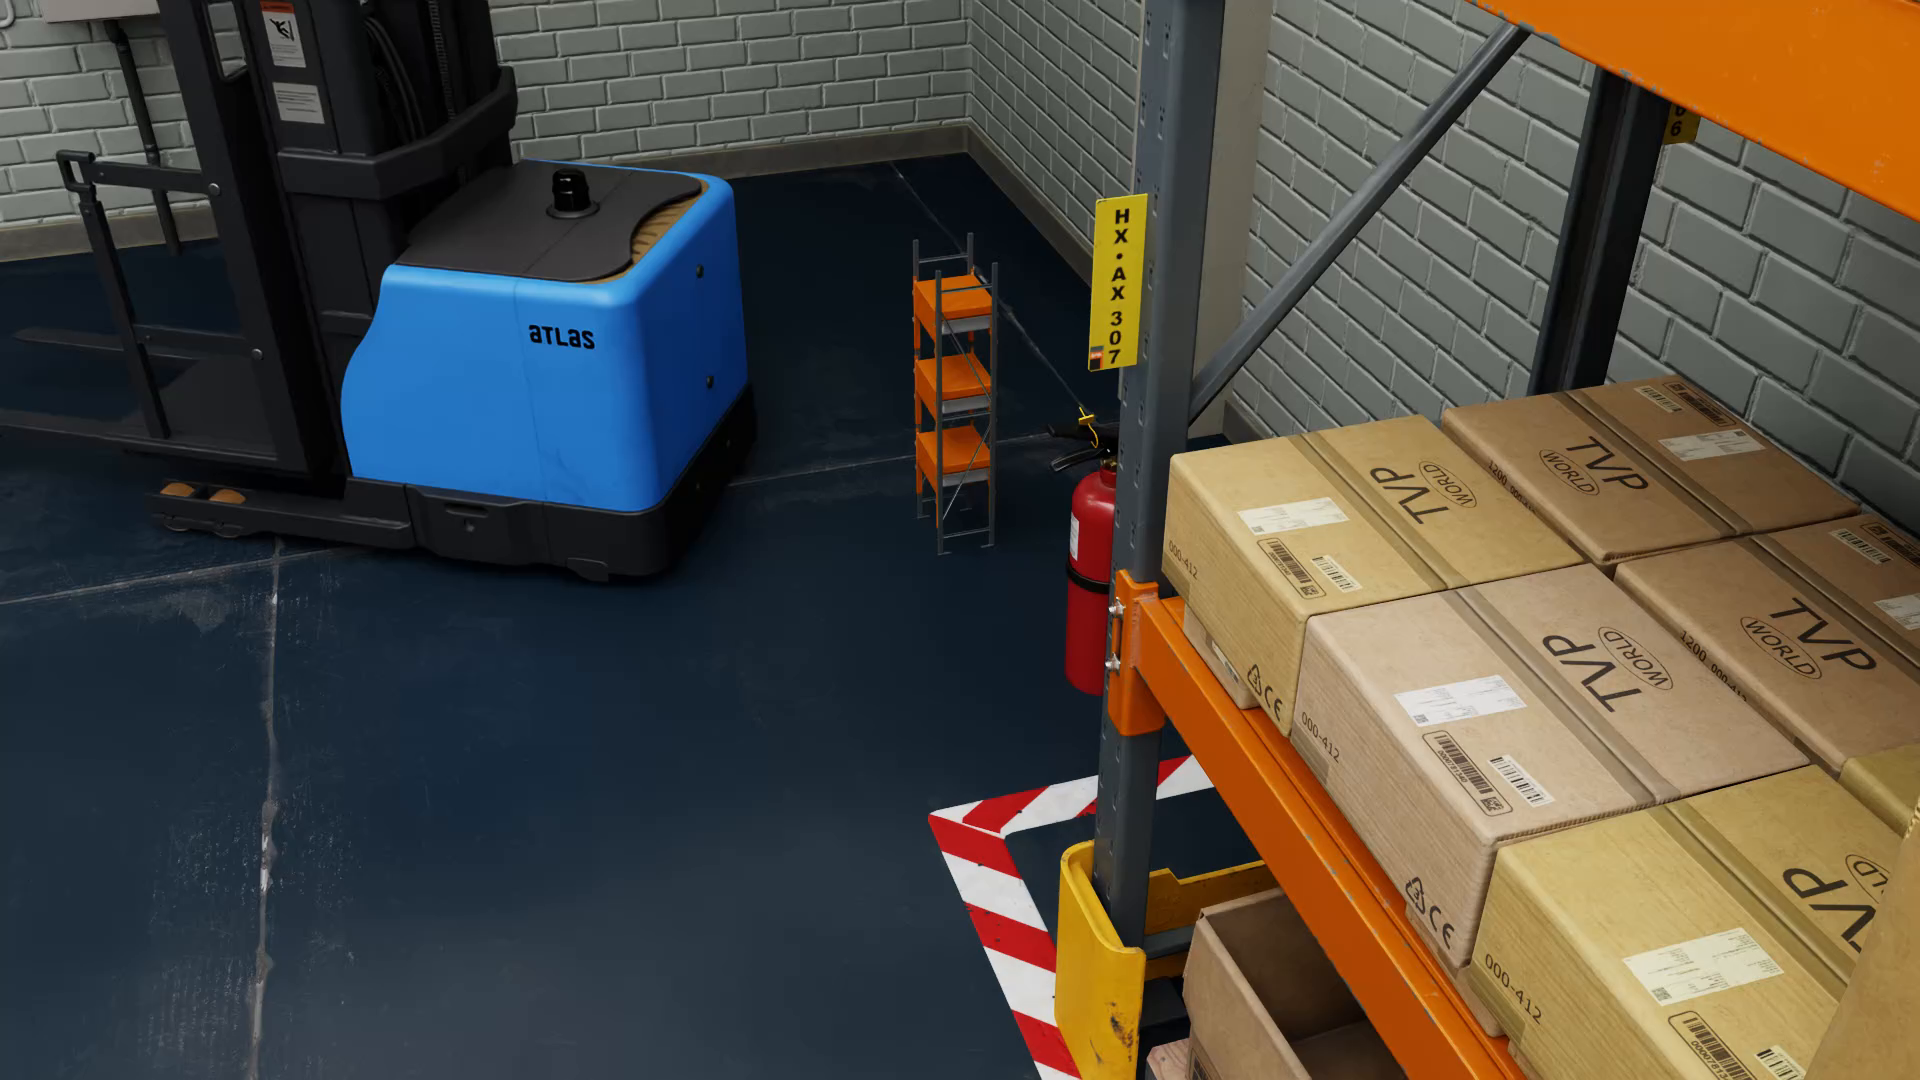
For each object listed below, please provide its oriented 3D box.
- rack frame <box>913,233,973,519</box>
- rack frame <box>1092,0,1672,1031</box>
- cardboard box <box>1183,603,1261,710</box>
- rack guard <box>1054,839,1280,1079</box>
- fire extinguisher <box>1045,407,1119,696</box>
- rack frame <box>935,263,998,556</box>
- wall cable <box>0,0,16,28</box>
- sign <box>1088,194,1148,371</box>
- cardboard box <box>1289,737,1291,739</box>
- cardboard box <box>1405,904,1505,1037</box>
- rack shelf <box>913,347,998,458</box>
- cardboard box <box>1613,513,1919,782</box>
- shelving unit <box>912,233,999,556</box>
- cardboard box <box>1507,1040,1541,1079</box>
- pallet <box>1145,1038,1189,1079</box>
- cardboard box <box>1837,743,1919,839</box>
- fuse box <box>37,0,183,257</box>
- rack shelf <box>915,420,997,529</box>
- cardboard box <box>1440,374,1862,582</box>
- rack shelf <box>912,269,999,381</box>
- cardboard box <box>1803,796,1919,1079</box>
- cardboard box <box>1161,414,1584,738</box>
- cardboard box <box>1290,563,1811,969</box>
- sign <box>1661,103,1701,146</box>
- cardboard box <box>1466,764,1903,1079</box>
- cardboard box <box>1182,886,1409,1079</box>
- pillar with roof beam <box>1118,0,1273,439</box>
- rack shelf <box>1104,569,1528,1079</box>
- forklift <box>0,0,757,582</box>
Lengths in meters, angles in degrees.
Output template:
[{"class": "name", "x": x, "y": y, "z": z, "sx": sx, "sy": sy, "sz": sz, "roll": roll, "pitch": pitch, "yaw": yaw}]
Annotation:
[{"class": "rack frame", "x": -0.054, "y": -0.530, "z": 5.600, "sx": 0.200, "sy": 1.050, "sz": 0.008, "roll": -10, "pitch": 35, "yaw": -15}, {"class": "rack frame", "x": 0.796, "y": -0.179, "z": 3.300, "sx": 1.000, "sy": 3.000, "sz": 0.127, "roll": -10, "pitch": 35, "yaw": -15}, {"class": "cardboard box", "x": 0.635, "y": 0.145, "z": 3.038, "sx": 0.380, "sy": 0.149, "sz": 0.250, "roll": -10, "pitch": 35, "yaw": -15}, {"class": "rack guard", "x": 0.819, "y": 0.904, "z": 3.929, "sx": 1.175, "sy": 0.500, "sz": 0.348, "roll": -10, "pitch": 35, "yaw": -15}, {"class": "fire extinguisher", "x": 0.311, "y": 0.009, "z": 3.423, "sx": 0.296, "sy": 0.674, "sz": 0.183, "roll": -10, "pitch": 35, "yaw": -15}, {"class": "rack frame", "x": 0.021, "y": -0.402, "z": 5.406, "sx": 0.200, "sy": 1.050, "sz": 0.008, "roll": -10, "pitch": 35, "yaw": -15}, {"class": "wall cable", "x": -4.325, "y": -2.967, "z": 6.598, "sx": 0.588, "sy": 1.984, "sz": 0.122, "roll": -10, "pitch": 35, "yaw": -15}, {"class": "sign", "x": 0.279, "y": -0.449, "z": 2.923, "sx": 0.100, "sy": 0.325, "sz": 0.005, "roll": -10, "pitch": 35, "yaw": -15}, {"class": "cardboard box", "x": 0.757, "y": 0.270, "z": 2.848, "sx": 0.380, "sy": 0.149, "sz": 0.250, "roll": -9, "pitch": 35, "yaw": -14}, {"class": "cardboard box", "x": 0.889, "y": 0.546, "z": 2.431, "sx": 0.380, "sy": 0.149, "sz": 0.250, "roll": -9, "pitch": 34, "yaw": -13}, {"class": "rack shelf", "x": -0.016, "y": -0.457, "z": 5.509, "sx": 0.215, "sy": 0.259, "sz": 0.240, "roll": -10, "pitch": 35, "yaw": -15}, {"class": "cardboard box", "x": 1.345, "y": 0.227, "z": 2.551, "sx": 0.500, "sy": 0.250, "sz": 0.500, "roll": -10, "pitch": 35, "yaw": -15}, {"class": "shelving unit", "x": -0.016, "y": -0.466, "z": 5.503, "sx": 0.215, "sy": 1.050, "sz": 0.252, "roll": -10, "pitch": 35, "yaw": -15}, {"class": "cardboard box", "x": 0.975, "y": 0.684, "z": 2.222, "sx": 0.380, "sy": 0.149, "sz": 0.250, "roll": -9, "pitch": 35, "yaw": -14}, {"class": "pallet", "x": 1.063, "y": 1.443, "z": 3.375, "sx": 1.003, "sy": 0.211, "sz": 1.213, "roll": -10, "pitch": 35, "yaw": -15}, {"class": "cardboard box", "x": 1.492, "y": 0.488, "z": 2.157, "sx": 0.500, "sy": 0.250, "sz": 0.500, "roll": -9, "pitch": 34, "yaw": -13}, {"class": "fuse box", "x": -3.627, "y": -2.038, "z": 7.282, "sx": 0.539, "sy": 1.711, "sz": 0.414, "roll": -10, "pitch": 35, "yaw": -15}, {"class": "rack shelf", "x": -0.016, "y": -0.225, "z": 5.662, "sx": 0.215, "sy": 0.259, "sz": 0.240, "roll": -10, "pitch": 35, "yaw": -15}, {"class": "cardboard box", "x": 1.189, "y": -0.044, "z": 2.961, "sx": 0.500, "sy": 0.250, "sz": 0.500, "roll": -9, "pitch": 35, "yaw": -13}, {"class": "rack shelf", "x": -0.016, "y": -0.694, "z": 5.352, "sx": 0.215, "sy": 0.259, "sz": 0.240, "roll": -10, "pitch": 35, "yaw": -15}, {"class": "cardboard box", "x": 1.136, "y": 0.518, "z": 1.432, "sx": 0.500, "sy": 0.500, "sz": 0.500, "roll": -9, "pitch": 35, "yaw": -14}, {"class": "cardboard box", "x": 0.678, "y": 0.043, "z": 2.830, "sx": 0.500, "sy": 0.250, "sz": 0.500, "roll": -10, "pitch": 35, "yaw": -14}, {"class": "cardboard box", "x": 0.832, "y": 0.308, "z": 2.430, "sx": 0.500, "sy": 0.250, "sz": 0.500, "roll": -10, "pitch": 35, "yaw": -14}, {"class": "sign", "x": 1.331, "y": -0.877, "z": 3.019, "sx": 0.100, "sy": 0.325, "sz": 0.005, "roll": -10, "pitch": 35, "yaw": -15}, {"class": "cardboard box", "x": 0.990, "y": 0.573, "z": 2.028, "sx": 0.500, "sy": 0.250, "sz": 0.500, "roll": -11, "pitch": 35, "yaw": -16}, {"class": "cardboard box", "x": 0.892, "y": 1.024, "z": 3.362, "sx": 0.797, "sy": 0.503, "sz": 0.637, "roll": -11, "pitch": 35, "yaw": -17}, {"class": "pillar with roof beam", "x": -3.268, "y": -3.525, "z": 2.922, "sx": 9.100, "sy": 9.000, "sz": 0.400, "roll": -10, "pitch": 35, "yaw": -15}, {"class": "rack shelf", "x": 1.406, "y": 1.171, "z": 1.909, "sx": 1.077, "sy": 0.370, "sz": 4.000, "roll": -10, "pitch": 35, "yaw": -15}, {"class": "forklift", "x": -2.331, "y": -1.504, "z": 5.367, "sx": 3.031, "sy": 2.935, "sz": 1.130, "roll": 7, "pitch": 34, "yaw": 11}]
